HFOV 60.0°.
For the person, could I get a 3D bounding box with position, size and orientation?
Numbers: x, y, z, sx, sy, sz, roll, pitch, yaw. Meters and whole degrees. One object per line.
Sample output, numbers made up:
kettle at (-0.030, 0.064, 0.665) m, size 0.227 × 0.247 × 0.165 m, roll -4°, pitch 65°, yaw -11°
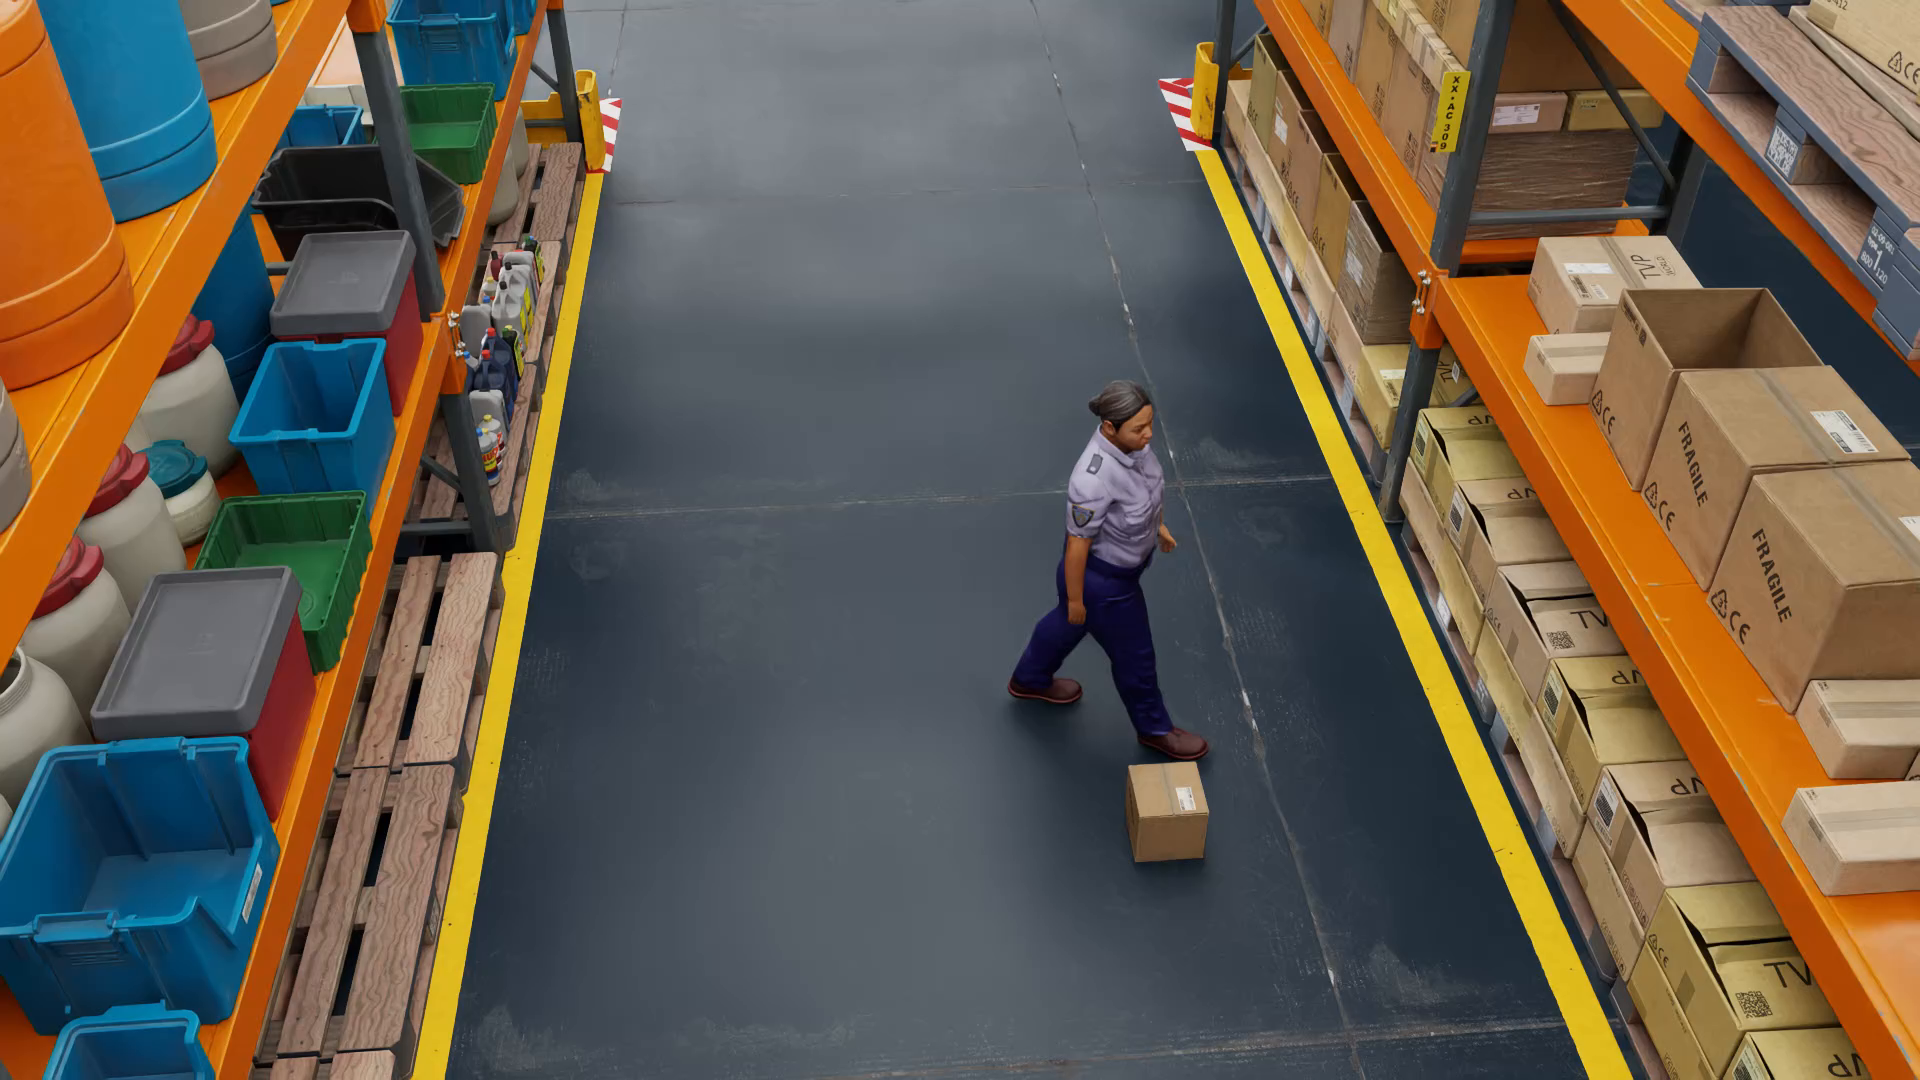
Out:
person at (0.589, 0.075, 6.072) m, size 0.828 × 1.623 × 0.553 m, roll 10°, pitch 40°, yaw 12°
